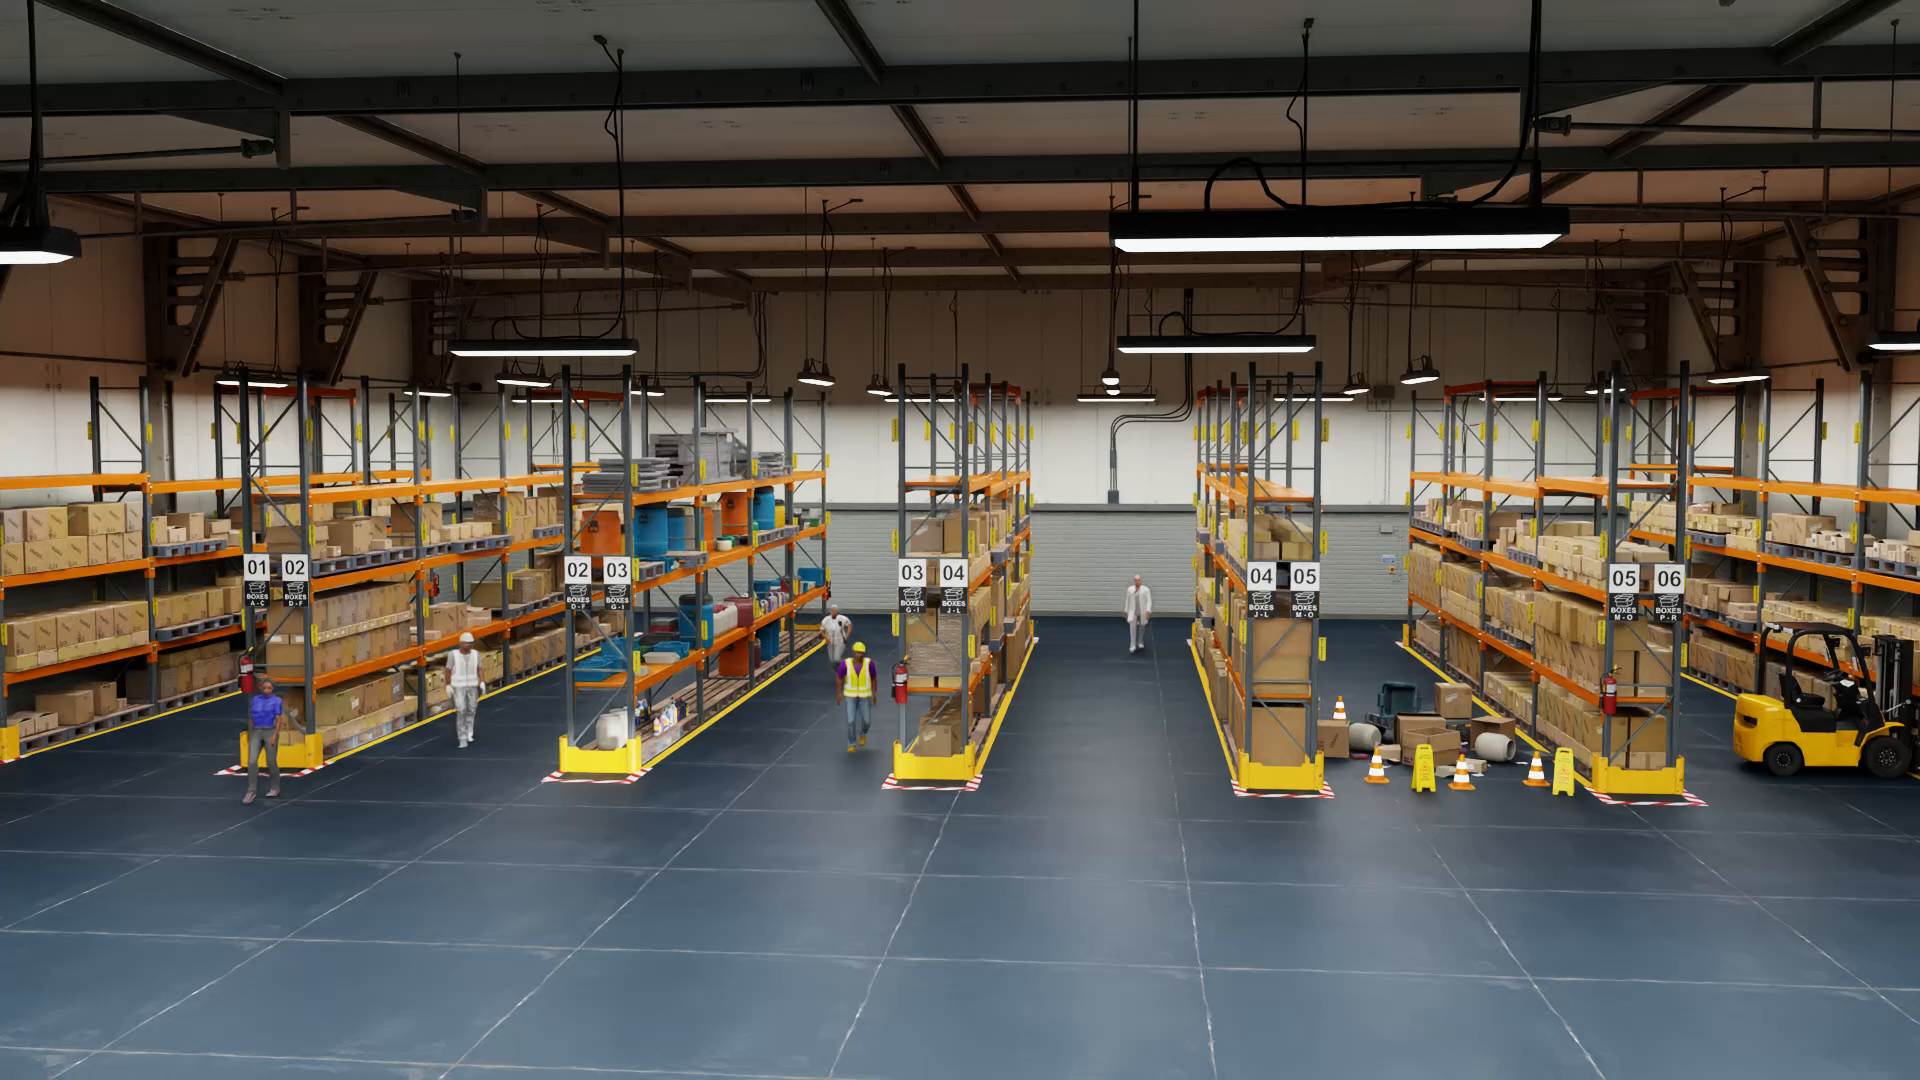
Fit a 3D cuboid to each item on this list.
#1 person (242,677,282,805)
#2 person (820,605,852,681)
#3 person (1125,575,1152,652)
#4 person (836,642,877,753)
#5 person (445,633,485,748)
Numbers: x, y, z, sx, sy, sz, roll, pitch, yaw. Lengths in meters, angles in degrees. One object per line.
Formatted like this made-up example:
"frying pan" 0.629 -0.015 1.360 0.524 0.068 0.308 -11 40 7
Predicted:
"person" -9.534 2.725 22.728 0.469 1.669 0.673 0 4 -3
"person" -2.482 2.070 33.388 0.585 1.583 0.757 1 4 16
"person" 4.077 1.669 38.134 0.629 1.711 1.129 1 4 9
"person" -1.635 2.455 26.221 0.627 1.744 0.659 -1 4 -9
"person" -7.933 2.409 26.786 0.580 1.813 0.659 -3 4 -35
